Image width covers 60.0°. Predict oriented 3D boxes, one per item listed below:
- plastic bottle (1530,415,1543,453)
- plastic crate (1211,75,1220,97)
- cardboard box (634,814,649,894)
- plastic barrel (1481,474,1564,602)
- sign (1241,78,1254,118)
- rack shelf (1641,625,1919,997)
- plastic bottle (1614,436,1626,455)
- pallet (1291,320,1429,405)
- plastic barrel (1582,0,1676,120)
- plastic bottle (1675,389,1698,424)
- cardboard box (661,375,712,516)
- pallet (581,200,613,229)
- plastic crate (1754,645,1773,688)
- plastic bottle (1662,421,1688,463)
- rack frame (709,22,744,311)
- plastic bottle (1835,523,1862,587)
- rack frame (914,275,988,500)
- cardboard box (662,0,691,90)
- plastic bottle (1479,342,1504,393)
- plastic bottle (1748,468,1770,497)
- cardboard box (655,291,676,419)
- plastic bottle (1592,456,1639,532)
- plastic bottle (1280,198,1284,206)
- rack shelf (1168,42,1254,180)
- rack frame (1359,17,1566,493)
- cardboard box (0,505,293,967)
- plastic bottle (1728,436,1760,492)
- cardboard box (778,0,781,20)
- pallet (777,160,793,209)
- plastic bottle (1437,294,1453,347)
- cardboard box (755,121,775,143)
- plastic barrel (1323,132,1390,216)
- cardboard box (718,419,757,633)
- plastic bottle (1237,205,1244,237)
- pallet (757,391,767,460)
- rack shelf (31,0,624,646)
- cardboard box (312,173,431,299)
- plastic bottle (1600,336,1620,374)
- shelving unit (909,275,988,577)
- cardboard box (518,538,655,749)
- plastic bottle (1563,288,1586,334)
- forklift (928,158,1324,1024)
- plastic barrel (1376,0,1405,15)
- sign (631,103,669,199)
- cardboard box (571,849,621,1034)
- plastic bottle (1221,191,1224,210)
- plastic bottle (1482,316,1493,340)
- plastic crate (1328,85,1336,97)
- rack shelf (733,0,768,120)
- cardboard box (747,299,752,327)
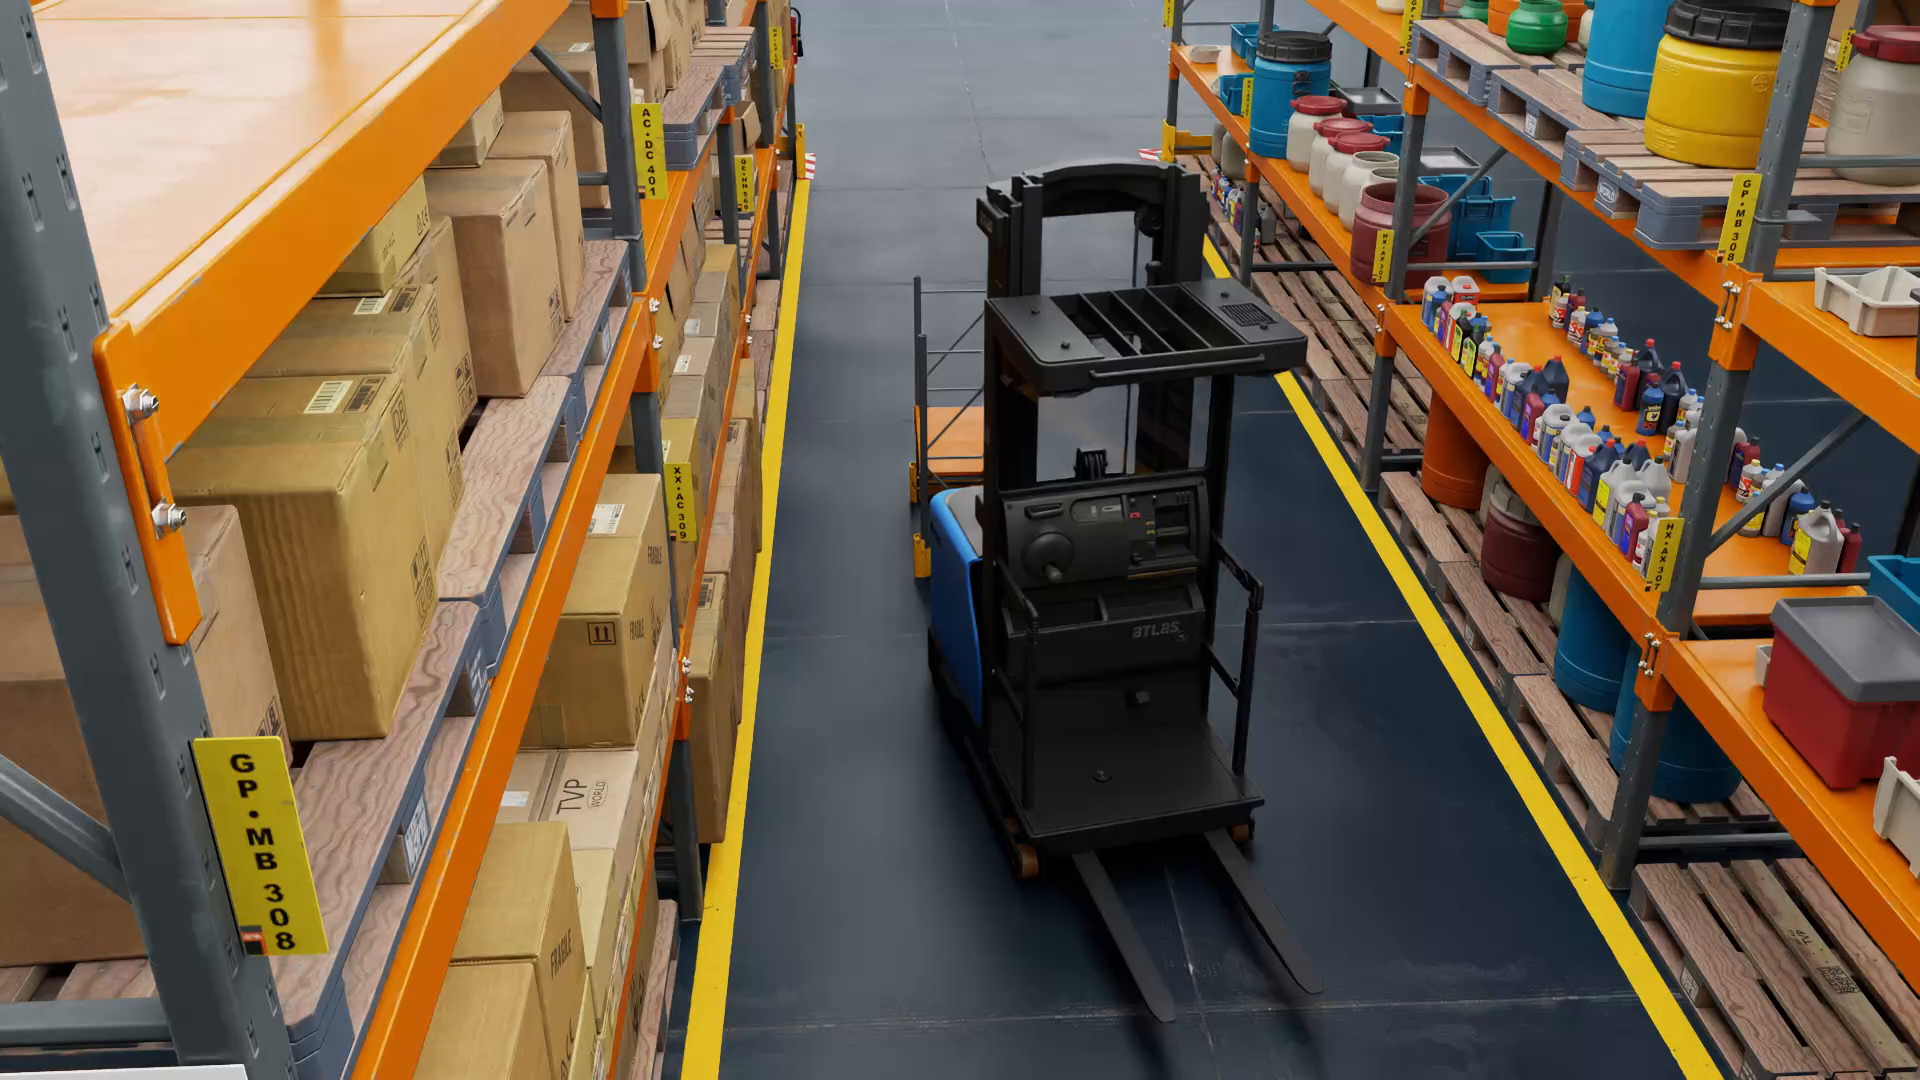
[{"bbox_3d":[2.898,-0.538,8.253,0.097,0.201,0.097,0,28,0],"label":"plastic bottle"},{"bbox_3d":[2.584,-4.150,15.248,0.530,0.136,0.437,-1,28,-3],"label":"plastic crate"},{"bbox_3d":[-1.209,1.011,5.340,0.380,0.149,0.250,-1,28,-2],"label":"cardboard box"},{"bbox_3d":[3.232,-0.045,9.247,0.600,0.588,0.708,-1,28,-3],"label":"plastic barrel"},{"bbox_3d":[2.372,-3.637,13.681,0.100,0.325,0.005,-1,28,-3],"label":"sign"},{"bbox_3d":[3.444,1.414,5.073,1.077,0.370,4.000,-1,28,-3],"label":"rack shelf"},{"bbox_3d":[3.074,-0.359,7.833,0.097,0.271,0.097,0,28,0],"label":"plastic bottle"},{"bbox_3d":[3.068,-1.360,12.629,1.003,0.211,1.213,-1,28,-3],"label":"pallet"},{"bbox_3d":[3.098,-2.351,7.275,0.600,0.901,0.708,-1,28,-3],"label":"plastic barrel"},{"bbox_3d":[3.652,-0.628,8.350,0.097,0.271,0.097,0,28,0],"label":"plastic bottle"},{"bbox_3d":[-1.434,-0.435,7.732,0.500,0.500,0.500,-2,28,-4],"label":"cardboard box"},{"bbox_3d":[-1.704,-1.376,6.608,0.805,0.209,1.217,-2,28,-5],"label":"pallet"},{"bbox_3d":[3.221,0.480,6.306,0.396,0.136,0.243,-1,28,-3],"label":"plastic crate"},{"bbox_3d":[3.512,-0.486,8.154,0.097,0.201,0.097,0,28,0],"label":"plastic bottle"},{"bbox_3d":[-1.816,-1.556,9.990,1.000,3.000,0.127,-1,28,-3],"label":"rack frame"},{"bbox_3d":[3.746,0.044,7.049,0.061,0.283,0.133,-1,28,-3],"label":"plastic bottle"},{"bbox_3d":[-0.031,-0.939,10.429,0.500,1.500,0.032,-1,28,-3],"label":"rack frame"},{"bbox_3d":[-1.579,-2.440,7.879,0.500,0.500,0.500,0,28,0],"label":"cardboard box"},{"bbox_3d":[2.857,-0.930,8.928,0.097,0.271,0.097,0,28,0],"label":"plastic bottle"},{"bbox_3d":[3.693,-0.231,7.665,0.097,0.201,0.097,0,28,0],"label":"plastic bottle"},{"bbox_3d":[-1.673,-0.810,7.366,0.797,0.503,0.637,-1,28,-2],"label":"cardboard box"},{"bbox_3d":[2.965,-0.223,7.487,0.144,0.351,0.185,-1,28,-3],"label":"plastic bottle"},{"bbox_3d":[3.116,-3.294,15.872,0.097,0.201,0.097,0,28,0],"label":"plastic bottle"},{"bbox_3d":[2.817,-4.127,15.698,1.077,0.370,4.000,-1,28,-3],"label":"rack shelf"},{"bbox_3d":[3.131,-1.676,10.219,1.000,3.000,0.127,-1,28,-3],"label":"rack frame"},{"bbox_3d":[-1.479,0.295,2.527,0.700,0.500,0.500,-3,28,-6],"label":"cardboard box"},{"bbox_3d":[3.700,-0.366,7.835,0.061,0.283,0.133,-1,28,-3],"label":"plastic bottle"},{"bbox_3d":[-1.884,-4.929,14.946,0.500,0.500,0.500,-1,28,-3],"label":"cardboard box"},{"bbox_3d":[-2.222,-3.603,16.930,1.003,0.211,1.213,-1,28,-3],"label":"pallet"},{"bbox_3d":[2.802,-1.263,9.555,0.061,0.283,0.133,-1,28,-3],"label":"plastic bottle"},{"bbox_3d":[-1.735,-3.398,13.794,0.380,0.149,0.250,-1,28,-3],"label":"cardboard box"},{"bbox_3d":[2.814,-2.597,11.839,0.433,0.535,0.433,0,28,0],"label":"plastic barrel"},{"bbox_3d":[-1.761,-0.069,8.982,1.225,0.875,0.875,-1,28,-2],"label":"cardboard box"},{"bbox_3d":[2.590,-2.922,14.998,0.144,0.351,0.185,-3,28,-5],"label":"plastic bottle"},{"bbox_3d":[-1.855,-0.680,11.326,1.003,0.211,1.213,-1,28,-3],"label":"pallet"},{"bbox_3d":[-1.502,-0.949,3.548,1.077,0.370,4.000,-1,28,-3],"label":"rack shelf"},{"bbox_3d":[-1.493,-0.732,3.685,0.500,0.250,0.500,-2,28,-4],"label":"cardboard box"},{"bbox_3d":[3.603,-1.026,9.188,0.097,0.201,0.097,0,28,0],"label":"plastic bottle"},{"bbox_3d":[-0.004,-0.700,9.971,0.587,1.500,1.083,-1,28,-3],"label":"shelving unit"},{"bbox_3d":[-1.294,0.331,5.402,0.500,0.500,0.500,-1,28,-2],"label":"cardboard box"},{"bbox_3d":[3.590,-1.341,9.703,0.061,0.283,0.133,-1,28,-3],"label":"plastic bottle"},{"bbox_3d":[0.701,0.004,7.072,1.130,2.935,3.031,-7,28,-13],"label":"forklift"},{"bbox_3d":[2.831,-3.526,10.672,0.301,0.262,0.301,0,28,0],"label":"plastic barrel"},{"bbox_3d":[-1.053,-1.317,5.643,0.100,0.325,0.005,-1,28,-3],"label":"sign"},{"bbox_3d":[-1.242,1.132,4.676,0.500,0.250,0.500,-2,28,-4],"label":"cardboard box"},{"bbox_3d":[2.525,-3.229,15.748,0.097,0.201,0.097,0,28,0],"label":"plastic bottle"},{"bbox_3d":[2.978,-1.178,9.479,0.097,0.201,0.097,0,28,0],"label":"plastic bottle"},{"bbox_3d":[3.021,-3.740,14.244,0.767,0.338,0.504,-1,28,-3],"label":"plastic crate"},{"bbox_3d":[-1.920,-3.491,11.233,1.077,0.370,4.000,-1,28,-3],"label":"rack shelf"},{"bbox_3d":[-2.008,-1.985,13.040,0.700,0.500,0.500,-2,28,-3],"label":"cardboard box"}]
